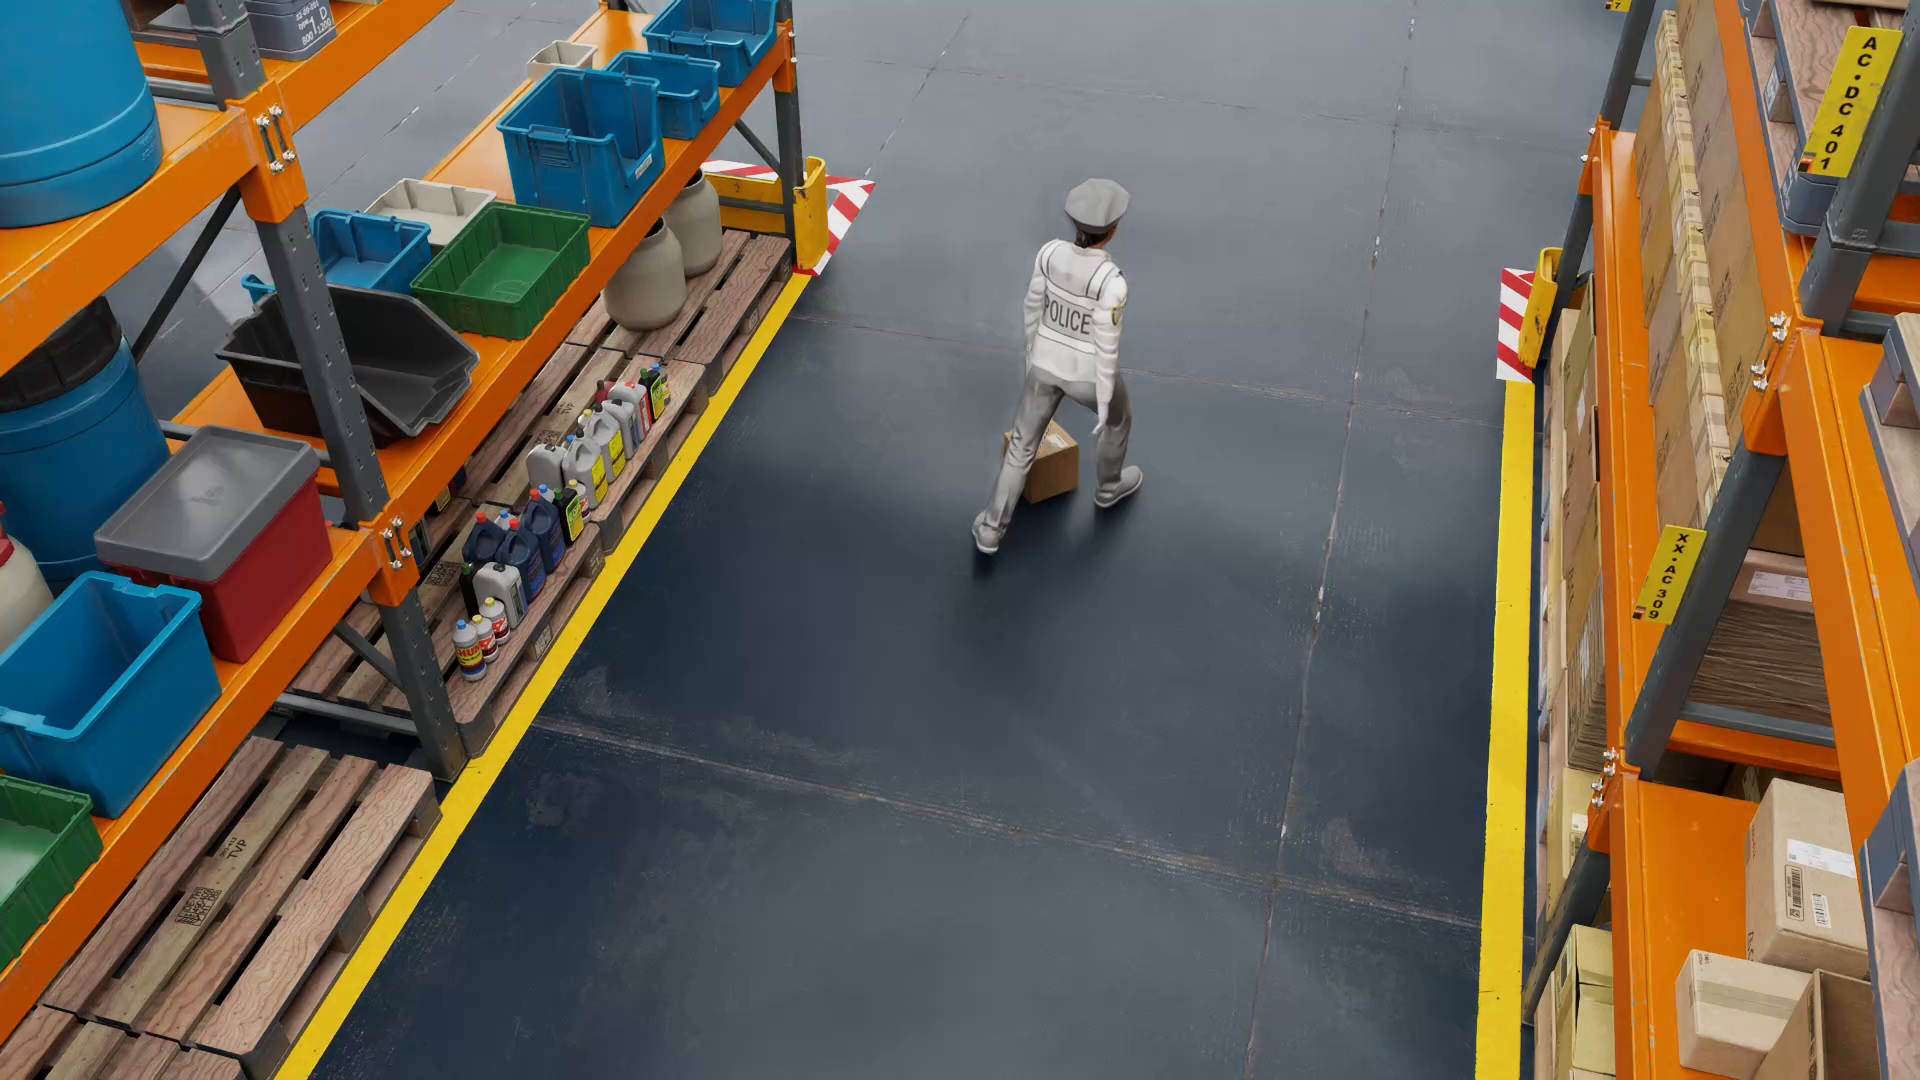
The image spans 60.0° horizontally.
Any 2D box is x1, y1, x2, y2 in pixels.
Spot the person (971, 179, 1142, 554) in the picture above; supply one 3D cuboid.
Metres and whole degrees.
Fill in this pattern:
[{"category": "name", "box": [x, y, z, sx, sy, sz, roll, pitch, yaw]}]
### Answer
[{"category": "person", "box": [0.431, -0.700, 6.969, 0.517, 1.609, 0.933, 26, 47, 26]}]
